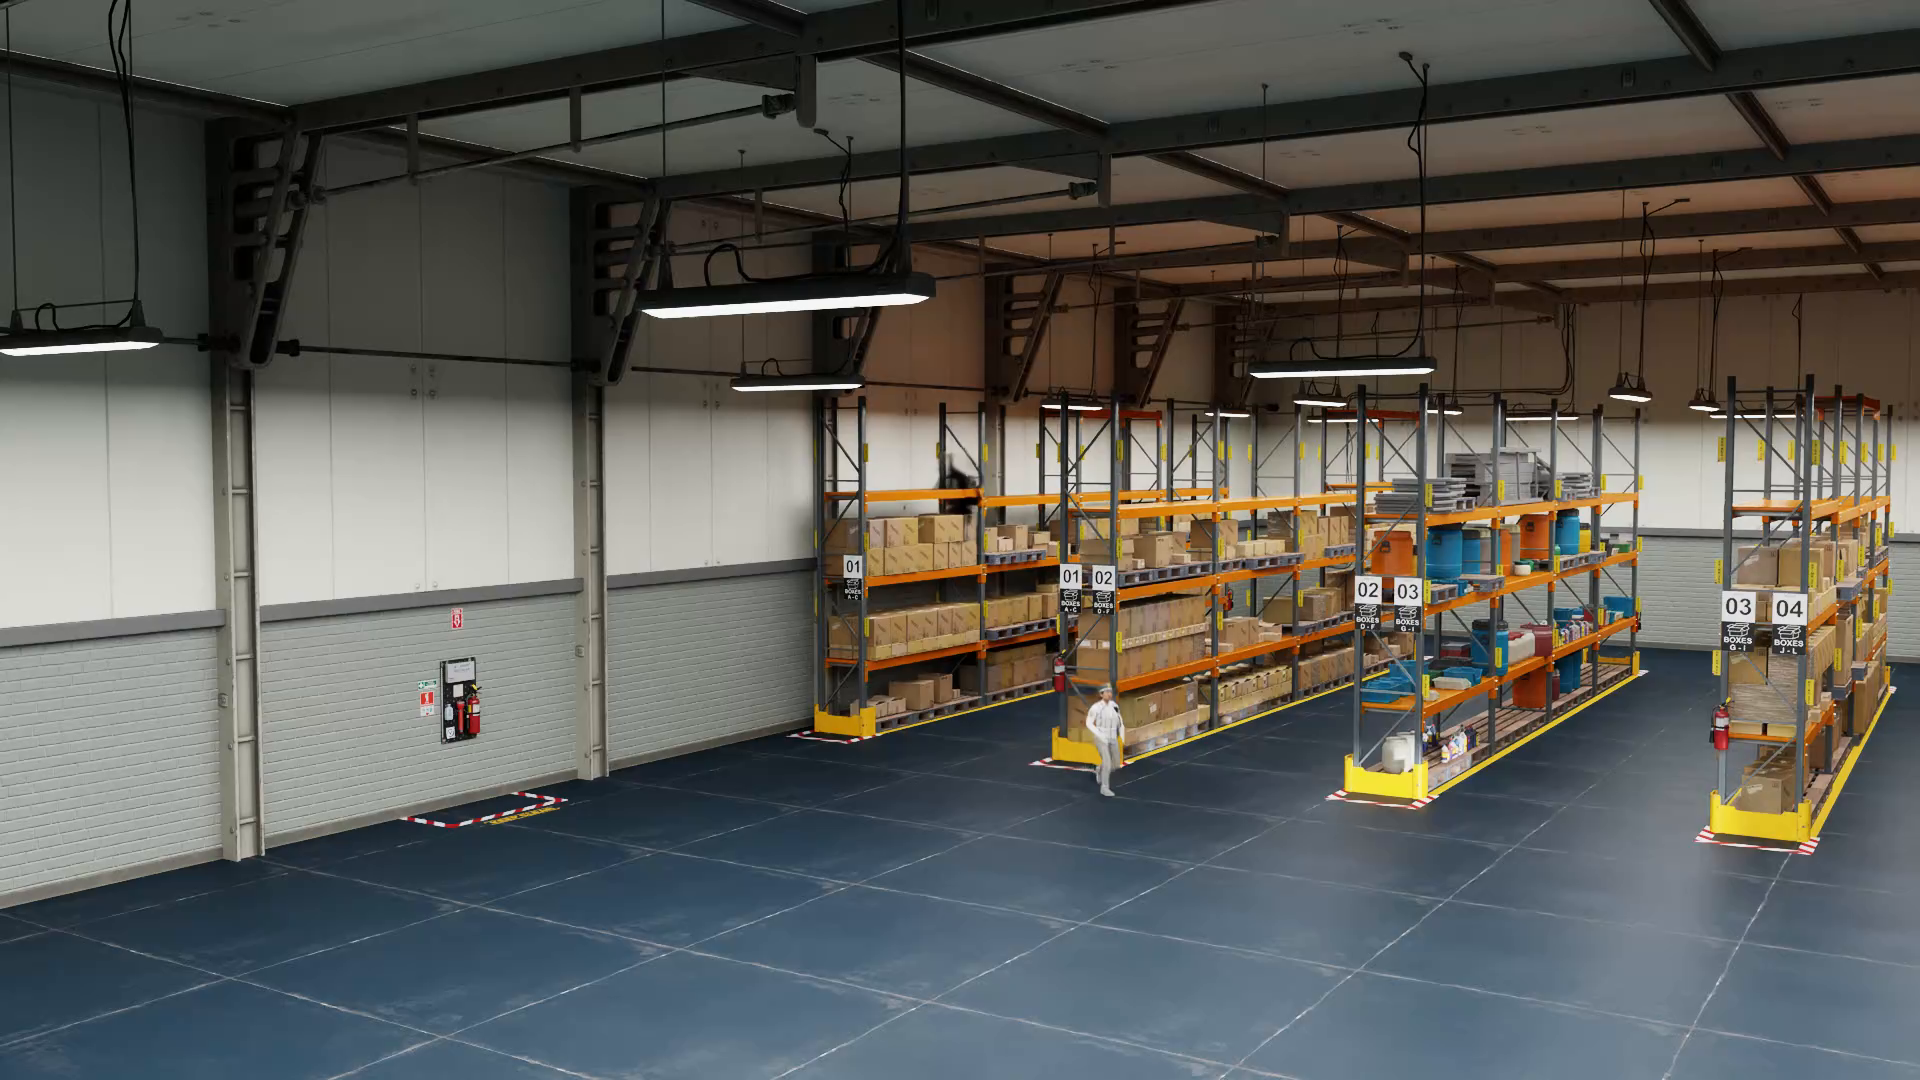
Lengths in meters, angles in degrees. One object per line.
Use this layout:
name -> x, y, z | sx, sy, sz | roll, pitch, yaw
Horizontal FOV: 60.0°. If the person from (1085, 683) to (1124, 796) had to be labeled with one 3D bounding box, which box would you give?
person -> 2.112, 2.896, 24.340 | 0.665, 1.647, 0.584 | -2, 3, -31
